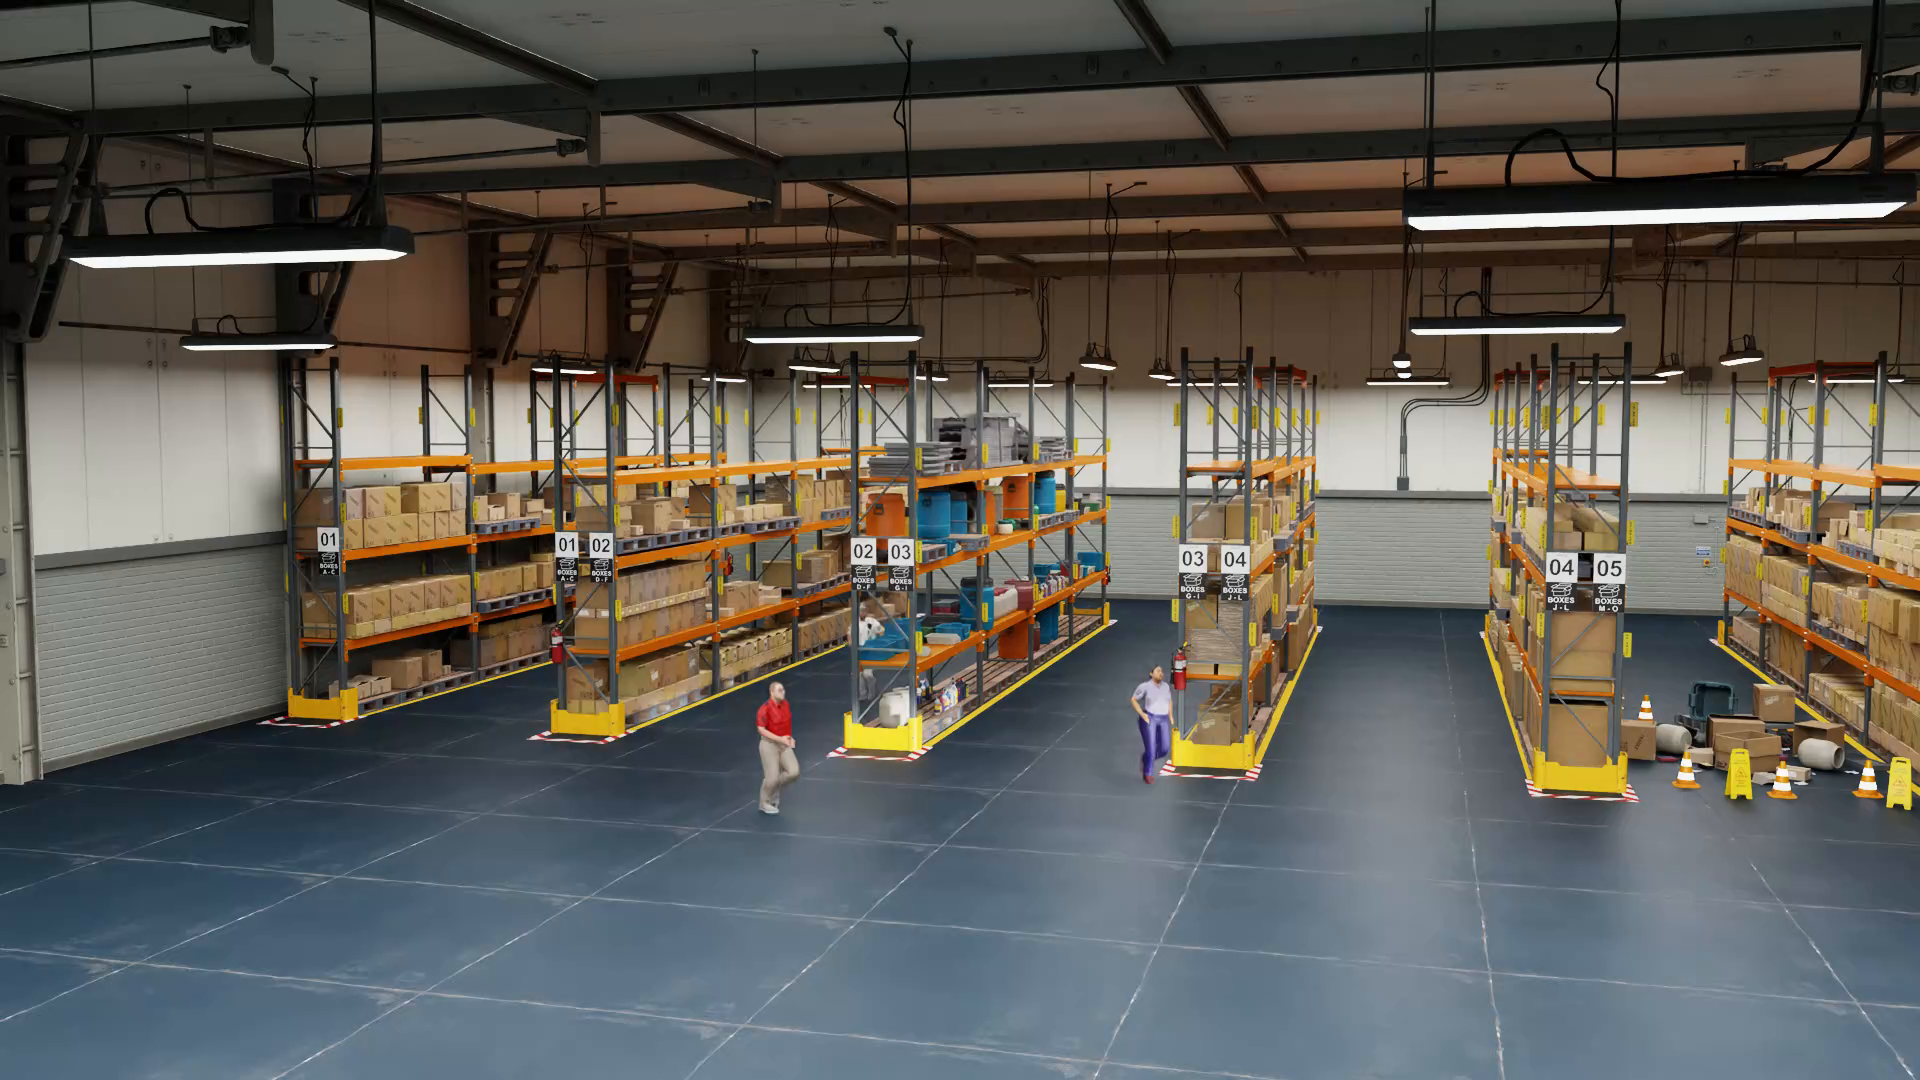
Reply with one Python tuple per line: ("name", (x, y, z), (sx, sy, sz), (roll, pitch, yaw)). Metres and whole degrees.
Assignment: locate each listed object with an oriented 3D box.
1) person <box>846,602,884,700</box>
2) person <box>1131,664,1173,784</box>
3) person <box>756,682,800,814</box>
("person", (-1.720, 1.970, 29.307), (0.650, 1.744, 0.602), (1, 4, 14))
("person", (2.683, 2.531, 22.960), (0.640, 1.616, 0.518), (-2, 4, -20))
("person", (-2.277, 2.622, 20.977), (0.661, 1.676, 0.647), (3, 5, 38))
